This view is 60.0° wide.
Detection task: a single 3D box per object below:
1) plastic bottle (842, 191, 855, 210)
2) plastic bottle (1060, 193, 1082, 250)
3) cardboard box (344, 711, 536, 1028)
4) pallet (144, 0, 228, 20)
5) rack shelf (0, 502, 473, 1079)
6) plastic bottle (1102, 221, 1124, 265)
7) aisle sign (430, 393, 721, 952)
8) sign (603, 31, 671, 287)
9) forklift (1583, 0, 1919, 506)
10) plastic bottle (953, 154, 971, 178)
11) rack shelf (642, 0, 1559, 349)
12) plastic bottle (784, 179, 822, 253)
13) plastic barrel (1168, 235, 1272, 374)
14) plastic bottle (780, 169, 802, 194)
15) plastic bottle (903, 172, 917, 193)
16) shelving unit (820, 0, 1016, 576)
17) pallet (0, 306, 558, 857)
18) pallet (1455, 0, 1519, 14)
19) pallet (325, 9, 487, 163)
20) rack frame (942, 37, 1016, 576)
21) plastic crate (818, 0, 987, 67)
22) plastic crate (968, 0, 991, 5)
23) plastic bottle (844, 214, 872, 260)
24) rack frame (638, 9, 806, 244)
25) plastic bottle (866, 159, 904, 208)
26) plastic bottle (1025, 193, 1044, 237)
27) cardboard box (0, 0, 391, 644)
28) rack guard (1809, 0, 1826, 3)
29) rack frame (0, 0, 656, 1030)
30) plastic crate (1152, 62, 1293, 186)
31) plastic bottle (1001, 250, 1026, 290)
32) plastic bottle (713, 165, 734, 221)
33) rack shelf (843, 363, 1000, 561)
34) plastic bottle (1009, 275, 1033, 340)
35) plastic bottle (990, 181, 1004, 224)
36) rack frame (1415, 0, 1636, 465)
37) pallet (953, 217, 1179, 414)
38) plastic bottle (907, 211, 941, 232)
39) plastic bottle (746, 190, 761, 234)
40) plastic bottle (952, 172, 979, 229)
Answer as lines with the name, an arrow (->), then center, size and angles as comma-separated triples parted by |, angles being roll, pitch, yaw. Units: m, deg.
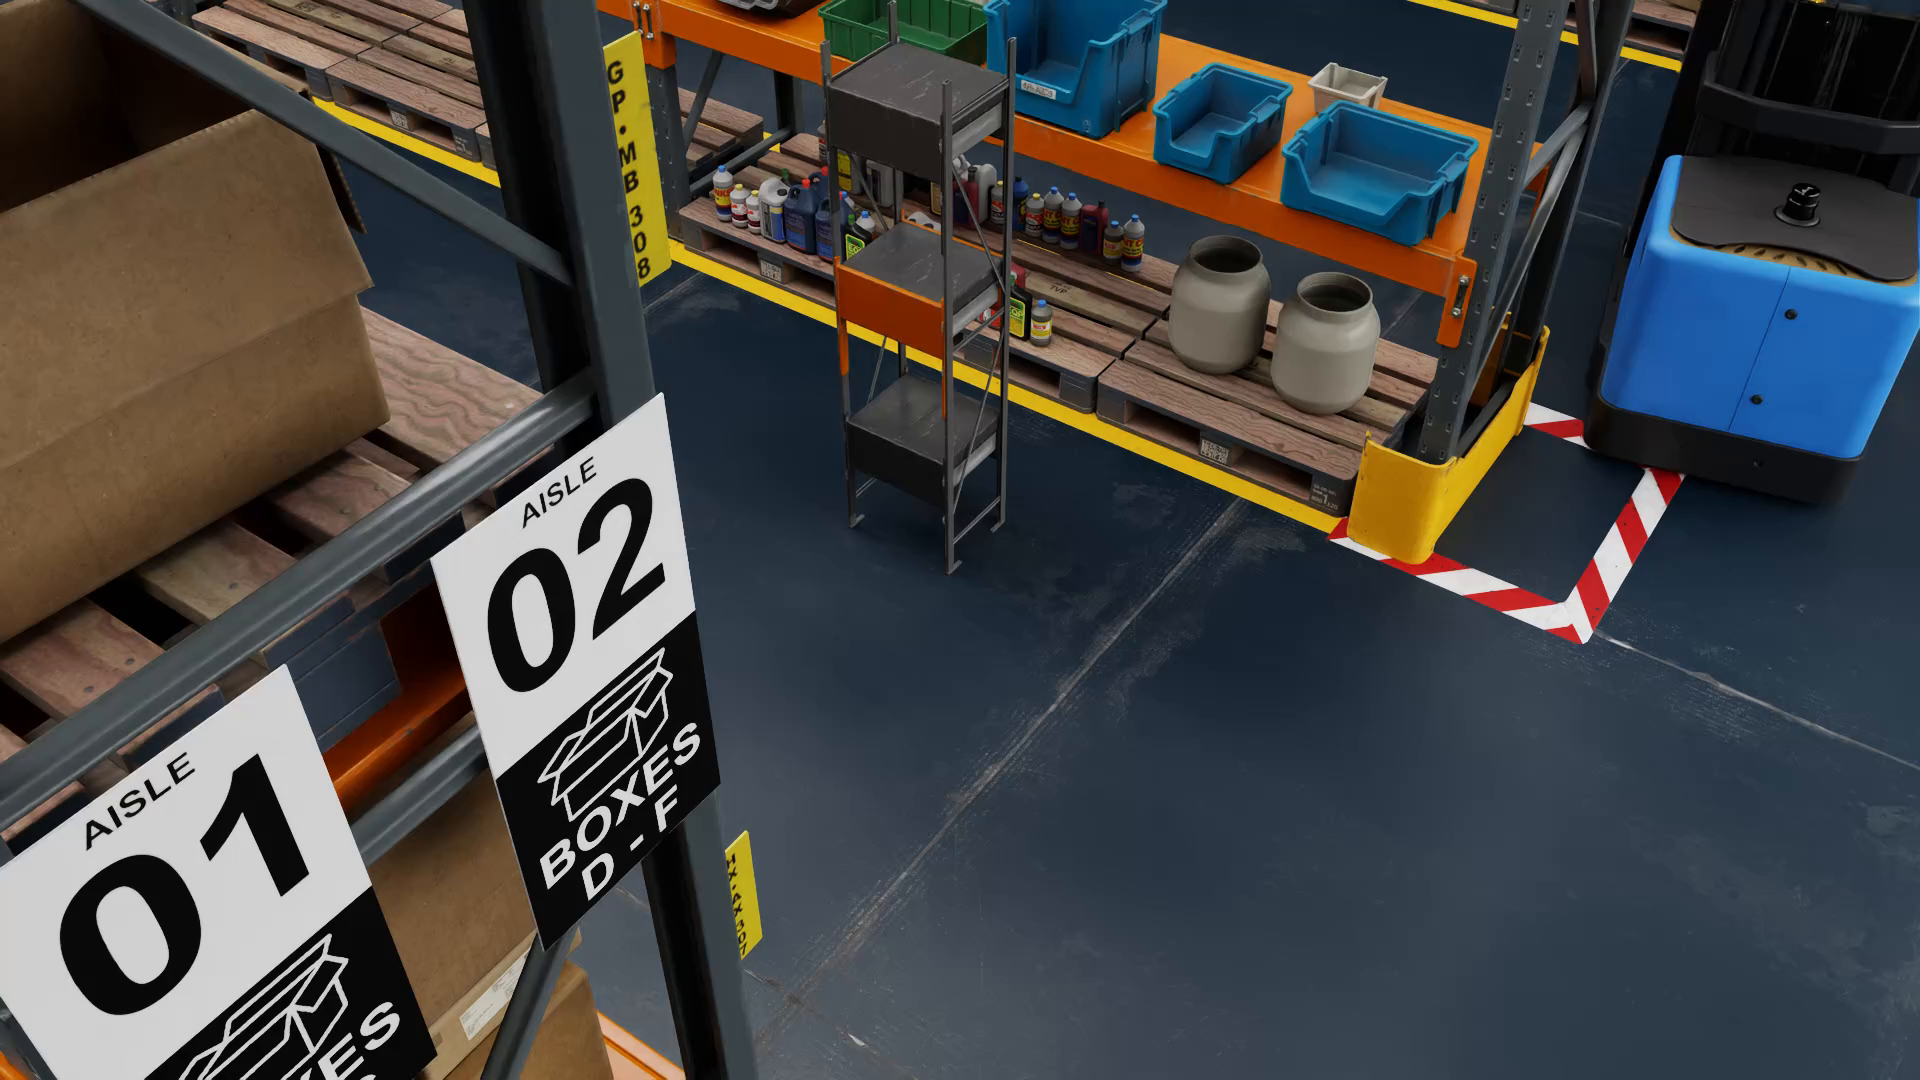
plastic bottle -> -0.549, -1.537, 7.934 | 0.097, 0.271, 0.097 | 0, 42, 0
plastic bottle -> 0.529, -1.526, 7.922 | 0.097, 0.271, 0.097 | 0, 42, 0
cardboard box -> -1.151, 0.593, 2.790 | 0.500, 0.500, 0.700 | 25, 48, 25
pallet -> -5.104, -3.686, 10.711 | 1.213, 0.211, 1.003 | 25, 48, 25
rack shelf -> -2.370, -0.296, 3.121 | 4.000, 0.370, 1.077 | 25, 48, 25
plastic bottle -> 0.725, -1.408, 7.843 | 0.097, 0.201, 0.097 | 0, 42, 0
aisle sign -> -0.503, 0.209, 2.318 | 0.004, 0.787, 0.394 | 25, 48, 25
sign -> -0.409, -0.454, 2.044 | 0.005, 0.325, 0.100 | 25, 48, 25
forklift -> 3.706, -2.220, 7.033 | 1.130, 2.935, 3.031 | 16, 44, 17
plastic bottle -> -0.046, -1.805, 8.175 | 0.185, 0.351, 0.144 | 25, 47, 25
rack shelf -> 0.477, -1.881, 7.142 | 4.000, 0.370, 1.077 | 25, 48, 25
plastic bottle -> -0.737, -1.556, 7.896 | 0.185, 0.351, 0.144 | 26, 48, 26
plastic barrel -> 1.122, -1.015, 7.185 | 0.421, 0.512, 0.421 | 0, 42, 0
plastic bottle -> -0.810, -1.655, 8.057 | 0.133, 0.283, 0.061 | 25, 48, 25
plastic bottle -> -0.310, -1.929, 8.313 | 0.185, 0.351, 0.144 | 23, 47, 23
shelving unit -> -0.136, -0.846, 6.121 | 0.503, 2.100, 0.431 | 25, 48, 25
pallet -> -1.296, -0.050, 2.373 | 1.213, 0.211, 1.003 | 25, 48, 25
pallet -> 3.257, -3.875, 10.922 | 1.213, 0.211, 1.003 | 25, 48, 25
pallet -> -2.828, -2.622, 9.522 | 1.213, 0.211, 1.003 | 25, 48, 25
rack frame -> 0.064, -0.752, 6.016 | 0.015, 2.100, 0.400 | 25, 48, 25
plastic crate -> -0.211, -2.162, 7.076 | 0.662, 0.188, 0.450 | 25, 48, 25
plastic crate -> 0.315, -2.333, 7.306 | 0.437, 0.136, 0.530 | 25, 48, 25
plastic bottle -> -0.472, -1.373, 7.742 | 0.133, 0.283, 0.061 | 27, 48, 27
rack frame -> -1.160, -2.915, 7.758 | 0.127, 3.000, 1.000 | 25, 48, 25
plastic bottle -> -0.375, -1.811, 8.237 | 0.135, 0.276, 0.152 | 25, 48, 25
plastic bottle -> 0.366, -1.576, 8.031 | 0.097, 0.201, 0.097 | 0, 42, 0
cardboard box -> -1.200, -0.268, 2.053 | 0.637, 0.503, 0.797 | 28, 49, 28
rack guard -> 4.897, -3.185, 9.934 | 0.348, 0.500, 1.175 | 25, 48, 25
rack frame -> -0.732, -0.916, 1.025 | 0.127, 3.000, 1.000 | 25, 48, 25
plastic crate -> 1.005, -1.608, 6.409 | 0.408, 0.251, 0.499 | 25, 48, 25
plastic bottle -> 0.230, -1.169, 7.514 | 0.133, 0.283, 0.061 | 25, 48, 25
plastic bottle -> -1.151, -1.701, 8.117 | 0.097, 0.271, 0.097 | 0, 42, 0
rack shelf -> -0.136, -0.314, 6.597 | 0.480, 0.518, 0.431 | 25, 48, 25
plastic bottle -> 0.253, -1.034, 7.363 | 0.133, 0.283, 0.061 | 26, 48, 26
plastic bottle -> 0.197, -1.655, 8.119 | 0.097, 0.201, 0.097 | 0, 42, 0
rack frame -> 2.115, -1.383, 6.046 | 0.127, 3.000, 1.000 | 25, 48, 25
pallet -> 0.369, -1.129, 7.853 | 1.213, 0.211, 1.003 | 25, 48, 25
plastic bottle -> -0.170, -1.384, 7.759 | 0.135, 0.276, 0.152 | 25, 48, 25
plastic bottle -> -0.984, -1.597, 8.054 | 0.097, 0.201, 0.097 | 0, 42, 0
plastic bottle -> 0.024, -1.657, 8.060 | 0.133, 0.283, 0.061 | 25, 48, 25
